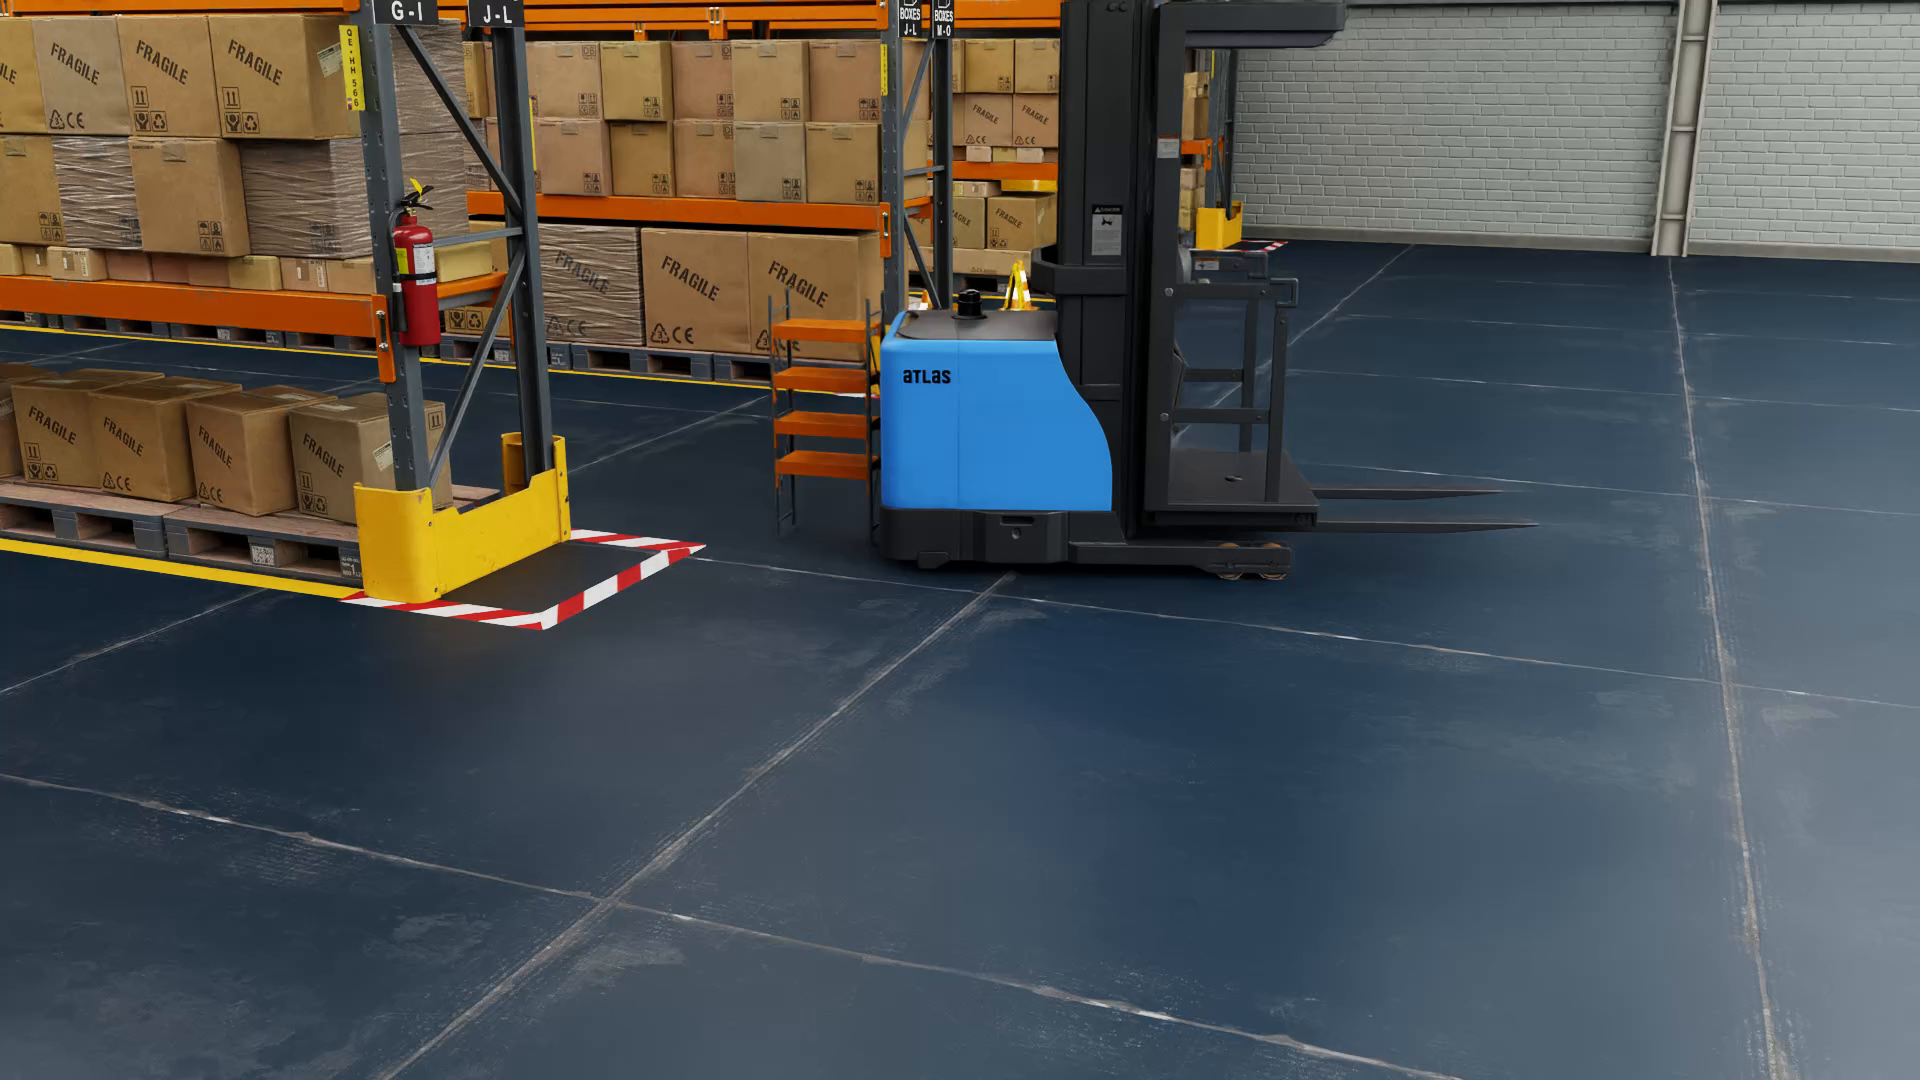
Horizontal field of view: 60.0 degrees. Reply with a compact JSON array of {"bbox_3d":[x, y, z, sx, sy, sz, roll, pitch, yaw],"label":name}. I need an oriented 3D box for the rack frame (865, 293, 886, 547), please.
[{"bbox_3d":[-0.399,-0.573,7.996,0.015,1.200,0.240,5,17,16],"label":"rack frame"}]

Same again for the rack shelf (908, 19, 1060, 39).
[{"bbox_3d":[1.389,-6.477,21.014,4.000,0.370,1.077,6,17,21],"label":"rack shelf"}]

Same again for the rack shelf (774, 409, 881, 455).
[{"bbox_3d":[-0.633,-0.528,8.081,0.480,0.148,0.258,5,17,16],"label":"rack shelf"}]

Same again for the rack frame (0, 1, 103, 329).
[{"bbox_3d":[-7.733,-3.414,14.552,0.127,3.000,1.000,6,17,21],"label":"rack frame"}]

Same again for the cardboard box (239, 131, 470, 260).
[{"bbox_3d":[-2.706,-1.574,7.501,0.500,0.500,0.875,6,17,21],"label":"cardboard box"}]

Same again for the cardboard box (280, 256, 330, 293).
[{"bbox_3d":[-2.778,-1.200,7.377,0.250,0.149,0.380,6,17,21],"label":"cardboard box"}]

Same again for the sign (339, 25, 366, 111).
[{"bbox_3d":[-2.427,-1.885,6.643,0.005,0.325,0.100,6,17,21],"label":"sign"}]

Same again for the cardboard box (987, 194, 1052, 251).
[{"bbox_3d":[0.590,-3.145,16.461,0.500,0.500,0.500,6,17,21],"label":"cardboard box"}]

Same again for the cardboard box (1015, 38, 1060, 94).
[{"bbox_3d":[0.876,-4.556,15.981,0.500,0.500,0.700,6,17,19],"label":"cardboard box"}]

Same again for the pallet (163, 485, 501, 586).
[{"bbox_3d":[-3.018,-0.080,8.071,1.213,0.211,1.003,6,17,21],"label":"pallet"}]

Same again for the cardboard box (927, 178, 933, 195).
[{"bbox_3d":[-0.253,-3.531,16.625,0.250,0.149,0.380,7,18,23],"label":"cardboard box"}]

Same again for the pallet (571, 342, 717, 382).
[{"bbox_3d":[-2.194,-1.443,12.765,1.213,0.211,1.003,6,17,21],"label":"pallet"}]

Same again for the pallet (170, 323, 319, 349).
[{"bbox_3d":[-5.896,-1.849,14.164,1.213,0.211,1.003,6,17,21],"label":"pallet"}]

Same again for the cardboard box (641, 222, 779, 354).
[{"bbox_3d":[-1.765,-1.918,12.459,0.875,0.875,0.875,6,17,20],"label":"cardboard box"}]

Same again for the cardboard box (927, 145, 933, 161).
[{"bbox_3d":[-0.211,-3.864,16.555,0.250,0.149,0.380,6,17,20],"label":"cardboard box"}]

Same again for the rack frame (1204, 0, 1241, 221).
[{"bbox_3d":[3.249,-5.177,20.627,0.127,3.000,1.000,6,17,21],"label":"rack frame"}]

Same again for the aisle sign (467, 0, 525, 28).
[{"bbox_3d":[-2.037,-2.639,7.221,0.004,0.787,0.394,6,17,21],"label":"aisle sign"}]

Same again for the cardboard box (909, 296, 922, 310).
[{"bbox_3d":[-0.528,-2.130,15.245,0.380,0.149,0.250,-12,20,-37],"label":"cardboard box"}]

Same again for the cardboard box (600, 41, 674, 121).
[{"bbox_3d":[-2.179,-3.379,12.228,0.500,0.550,0.875,6,17,21],"label":"cardboard box"}]

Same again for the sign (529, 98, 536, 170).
[{"bbox_3d":[-2.006,-1.876,7.702,0.005,0.325,0.100,6,17,21],"label":"sign"}]

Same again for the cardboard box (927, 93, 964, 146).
[{"bbox_3d":[-0.103,-4.169,16.441,0.500,0.500,0.500,6,17,20],"label":"cardboard box"}]

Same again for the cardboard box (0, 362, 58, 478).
[{"bbox_3d":[-5.033,-0.622,8.665,0.500,0.500,0.500,13,21,38],"label":"cardboard box"}]

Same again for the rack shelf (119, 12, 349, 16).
[{"bbox_3d":[-7.871,-6.007,19.397,4.000,0.370,1.077,6,17,21],"label":"rack shelf"}]

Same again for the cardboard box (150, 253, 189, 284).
[{"bbox_3d":[-3.474,-1.278,7.647,0.250,0.149,0.380,6,17,21],"label":"cardboard box"}]

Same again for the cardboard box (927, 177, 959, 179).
[{"bbox_3d":[-0.137,-4.817,21.771,0.500,0.250,0.500,6,17,20],"label":"cardboard box"}]

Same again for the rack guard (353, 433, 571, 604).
[{"bbox_3d":[-2.276,-0.127,7.713,0.348,0.500,1.175,6,17,21],"label":"rack guard"}]

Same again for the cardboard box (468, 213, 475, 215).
[{"bbox_3d":[-5.489,-3.587,19.110,0.625,0.372,0.950,5,17,17],"label":"cardboard box"}]

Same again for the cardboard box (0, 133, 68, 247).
[{"bbox_3d":[-4.126,-1.710,7.971,0.500,0.500,0.875,6,17,21],"label":"cardboard box"}]

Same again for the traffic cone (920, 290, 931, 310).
[{"bbox_3d":[-0.264,-1.800,13.543,0.334,0.463,0.336,6,17,21],"label":"traffic cone"}]

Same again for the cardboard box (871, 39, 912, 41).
[{"bbox_3d":[-0.517,-4.722,16.554,0.500,0.500,0.700,6,17,20],"label":"cardboard box"}]

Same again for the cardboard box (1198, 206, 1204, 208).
[{"bbox_3d":[2.864,-4.159,21.299,0.500,0.250,0.500,6,17,21],"label":"cardboard box"}]

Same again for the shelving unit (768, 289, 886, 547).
[{"bbox_3d":[-0.633,-0.592,8.062,0.503,1.200,0.258,5,17,16],"label":"shelving unit"}]

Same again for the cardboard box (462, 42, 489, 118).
[{"bbox_3d":[-3.681,-3.548,12.811,0.550,0.550,0.875,6,17,21],"label":"cardboard box"}]

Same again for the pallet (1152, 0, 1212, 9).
[{"bbox_3d":[2.601,-6.654,20.493,1.213,0.211,1.003,6,17,21],"label":"pallet"}]

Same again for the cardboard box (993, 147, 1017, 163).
[{"bbox_3d":[0.498,-3.781,16.266,0.250,0.149,0.380,6,17,20],"label":"cardboard box"}]

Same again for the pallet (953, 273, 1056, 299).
[{"bbox_3d":[0.618,-2.650,16.924,1.213,0.211,1.003,6,17,21],"label":"pallet"}]

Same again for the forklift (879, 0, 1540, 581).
[{"bbox_3d":[1.159,-1.376,7.657,3.031,2.935,1.130,1,16,2],"label":"forklift"}]

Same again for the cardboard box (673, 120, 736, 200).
[{"bbox_3d":[-1.647,-2.834,12.286,0.550,0.550,0.875,6,17,21],"label":"cardboard box"}]

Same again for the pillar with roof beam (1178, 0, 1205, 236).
[{"bbox_3d":[1.353,-7.247,16.995,0.400,9.000,9.100,6,17,21],"label":"pillar with roof beam"}]

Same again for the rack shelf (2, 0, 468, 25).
[{"bbox_3d":[-5.872,-4.304,13.530,4.000,0.370,1.077,6,17,21],"label":"rack shelf"}]

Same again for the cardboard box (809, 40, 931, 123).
[{"bbox_3d":[-0.622,-3.234,11.727,0.550,0.550,0.875,6,17,21],"label":"cardboard box"}]

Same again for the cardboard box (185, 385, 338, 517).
[{"bbox_3d":[-3.348,-0.441,8.043,0.500,0.500,0.500,12,20,35],"label":"cardboard box"}]

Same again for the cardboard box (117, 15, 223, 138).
[{"bbox_3d":[-3.274,-2.032,7.287,0.500,0.500,0.500,6,17,21],"label":"cardboard box"}]

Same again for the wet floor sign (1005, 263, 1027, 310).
[{"bbox_3d":[0.463,-1.975,13.820,0.232,0.644,0.267,3,17,11],"label":"wet floor sign"}]

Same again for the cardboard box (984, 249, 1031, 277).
[{"bbox_3d":[0.558,-2.786,16.569,0.500,0.250,0.500,6,17,20],"label":"cardboard box"}]

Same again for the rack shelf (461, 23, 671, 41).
[{"bbox_3d":[-6.053,-7.295,23.833,4.000,0.370,1.077,6,17,21],"label":"rack shelf"}]

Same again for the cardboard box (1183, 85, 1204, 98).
[{"bbox_3d":[2.824,-5.500,20.394,0.250,0.149,0.380,7,17,21],"label":"cardboard box"}]

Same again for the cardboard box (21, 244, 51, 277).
[{"bbox_3d":[-4.187,-1.344,7.874,0.250,0.149,0.380,6,17,21],"label":"cardboard box"}]

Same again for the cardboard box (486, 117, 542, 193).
[{"bbox_3d":[-3.144,-2.991,12.829,0.550,0.550,0.875,6,17,21],"label":"cardboard box"}]

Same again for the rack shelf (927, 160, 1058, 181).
[{"bbox_3d":[-0.429,-3.749,16.996,4.000,0.370,1.077,6,17,21],"label":"rack shelf"}]
